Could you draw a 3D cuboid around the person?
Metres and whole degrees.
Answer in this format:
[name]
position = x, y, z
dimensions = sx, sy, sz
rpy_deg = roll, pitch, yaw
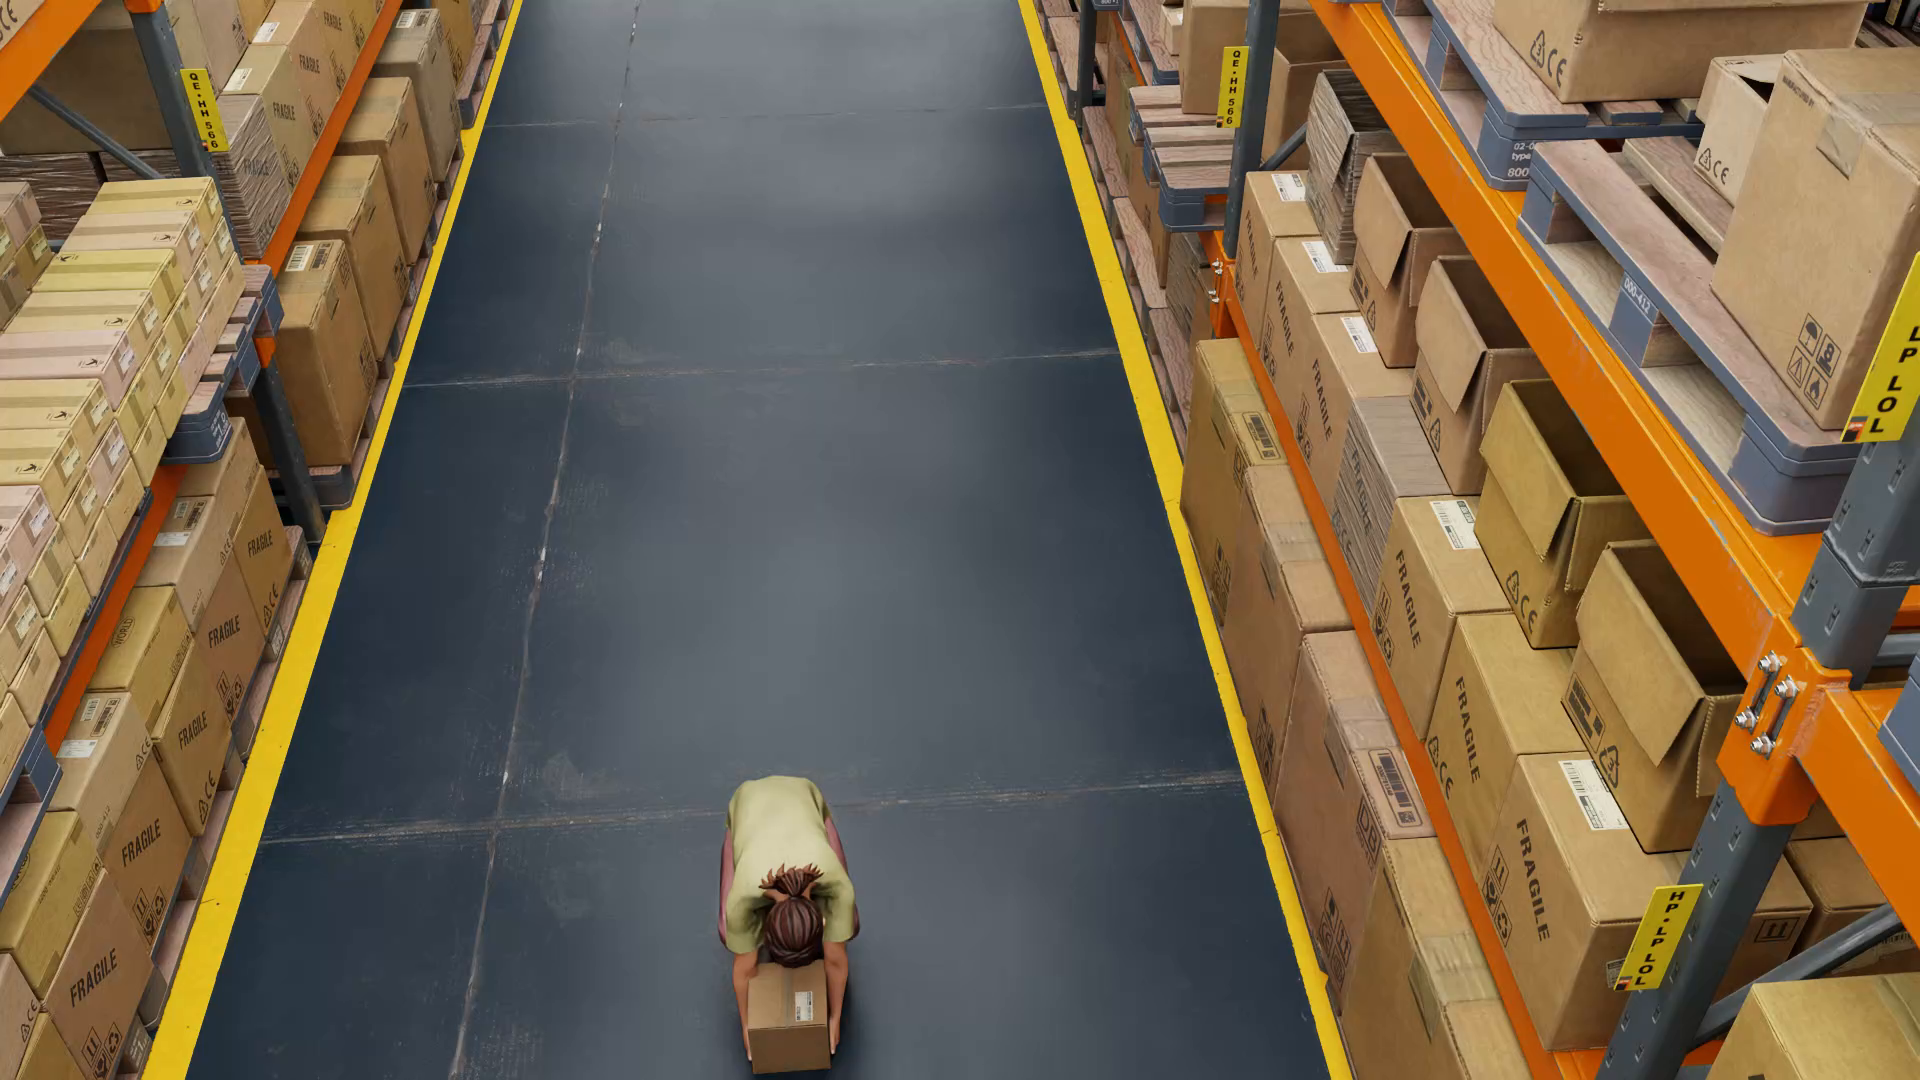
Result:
[person]
position = -0.564, 1.188, 5.469
dimensions = 0.457, 0.786, 0.851
rpy_deg = -4, 39, -5
